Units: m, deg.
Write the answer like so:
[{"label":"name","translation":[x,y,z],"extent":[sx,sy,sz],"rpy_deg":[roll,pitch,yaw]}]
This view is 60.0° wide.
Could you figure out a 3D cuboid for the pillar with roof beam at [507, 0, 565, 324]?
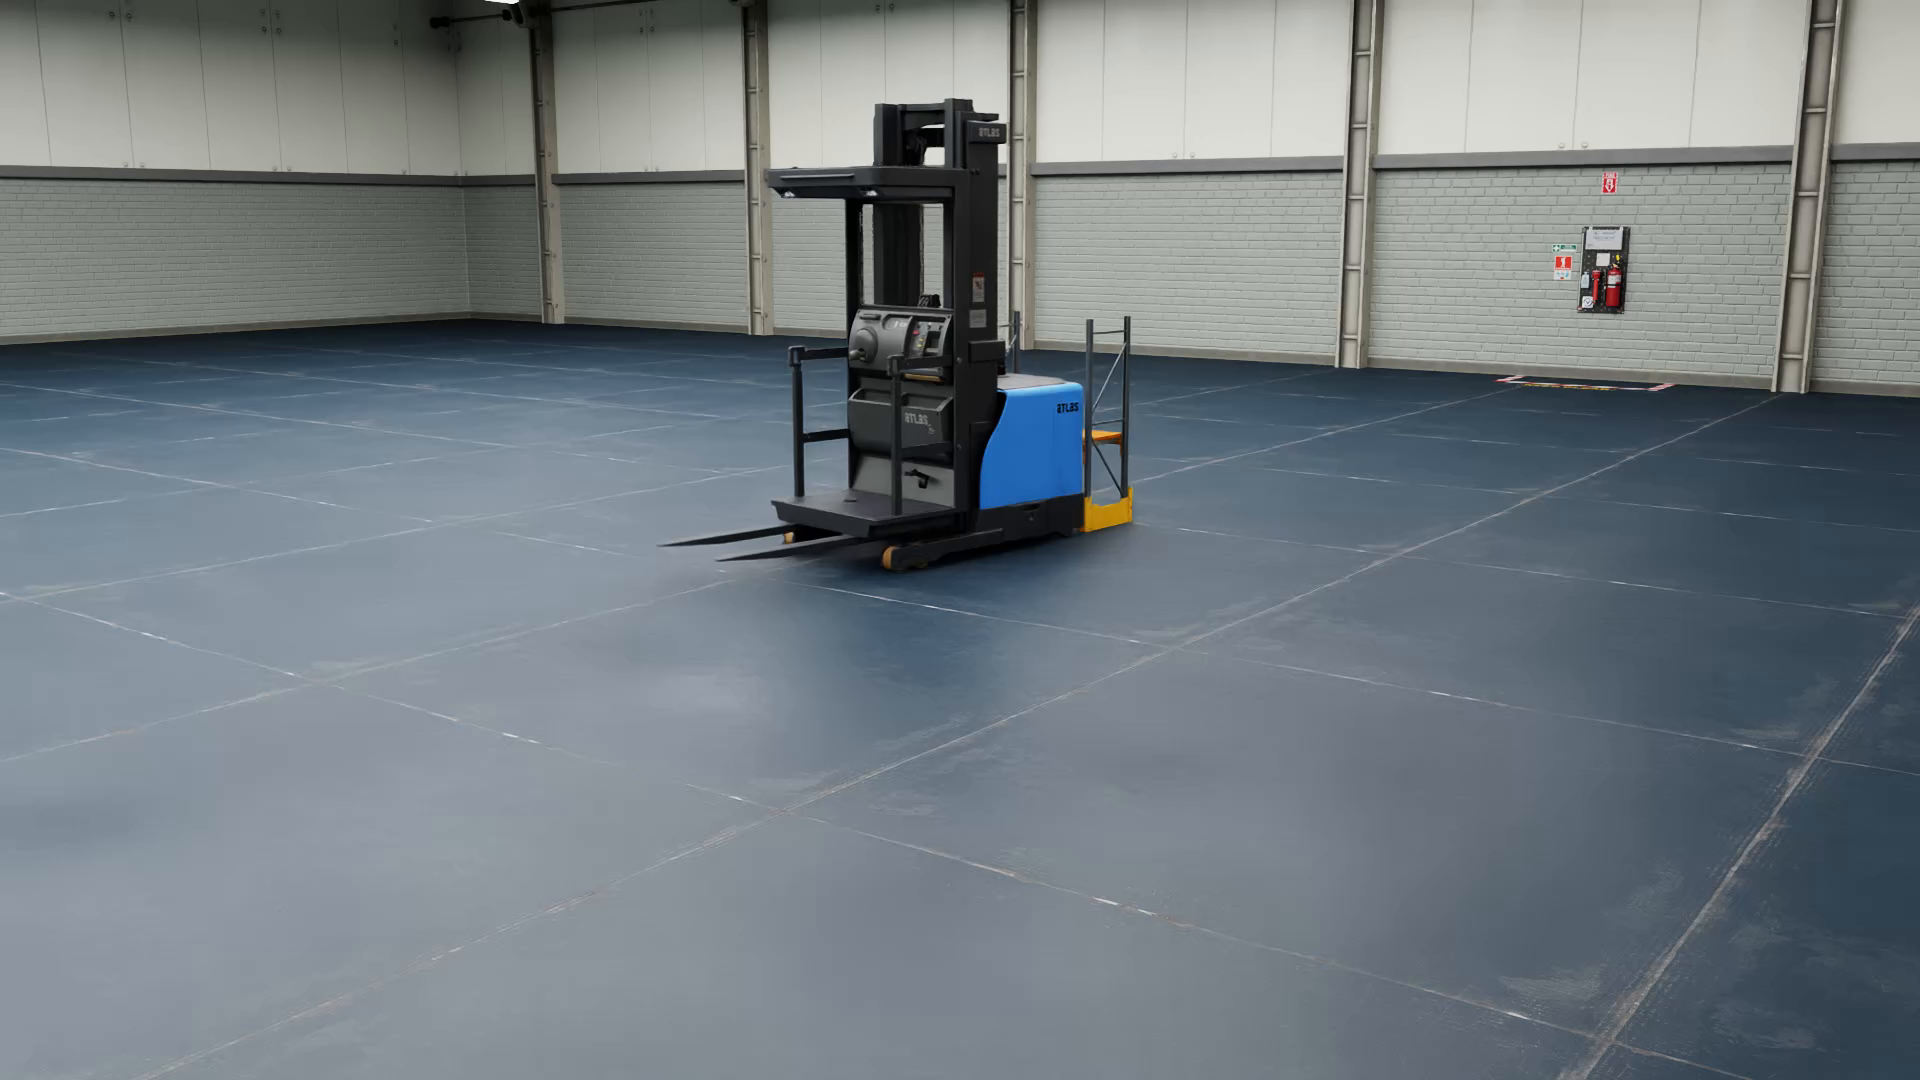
[{"label":"pillar with roof beam","translation":[-11.193,-8.373,31.118],"extent":[0.548,9.000,9.100],"rpy_deg":[8,13,36]}]

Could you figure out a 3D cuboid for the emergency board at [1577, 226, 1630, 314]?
[{"label":"emergency board","translation":[8.730,-3.672,22.614],"extent":[0.643,1.169,0.194],"rpy_deg":[8,13,36]}]

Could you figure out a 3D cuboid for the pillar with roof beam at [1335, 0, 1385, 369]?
[{"label":"pillar with roof beam","translation":[3.315,-6.349,20.658],"extent":[0.400,9.000,9.100],"rpy_deg":[8,13,36]}]

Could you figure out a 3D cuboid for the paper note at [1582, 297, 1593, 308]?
[{"label":"paper note","translation":[8.628,-3.270,22.855],"extent":[0.142,0.148,0.016],"rpy_deg":[8,13,36]}]

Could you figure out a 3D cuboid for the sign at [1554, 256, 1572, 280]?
[{"label":"sign","translation":[8.345,-3.768,23.014],"extent":[0.234,0.329,0.001],"rpy_deg":[8,13,36]}]

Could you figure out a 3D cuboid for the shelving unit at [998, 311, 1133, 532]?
[{"label":"shelving unit","translation":[0.676,-0.901,12.237],"extent":[1.083,1.500,0.587],"rpy_deg":[9,14,40]}]

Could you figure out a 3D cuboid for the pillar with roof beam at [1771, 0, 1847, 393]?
[{"label":"pillar with roof beam","translation":[8.151,-5.675,17.171],"extent":[0.400,9.000,9.100],"rpy_deg":[8,13,36]}]

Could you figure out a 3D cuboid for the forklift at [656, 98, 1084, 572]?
[{"label":"forklift","translation":[-0.545,-1.345,10.764],"extent":[3.031,2.935,1.130],"rpy_deg":[-10,15,-43]}]

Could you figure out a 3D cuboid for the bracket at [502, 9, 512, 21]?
[{"label":"bracket","translation":[-9.190,-10.792,34.144],"extent":[0.430,0.232,0.235],"rpy_deg":[8,13,36]}]

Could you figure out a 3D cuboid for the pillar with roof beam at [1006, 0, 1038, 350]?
[{"label":"pillar with roof beam","translation":[-1.521,-7.024,24.145],"extent":[0.400,9.000,9.100],"rpy_deg":[8,13,36]}]

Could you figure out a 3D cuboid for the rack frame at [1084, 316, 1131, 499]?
[{"label":"rack frame","translation":[1.055,-0.839,11.917],"extent":[0.032,1.500,0.500],"rpy_deg":[9,14,40]}]

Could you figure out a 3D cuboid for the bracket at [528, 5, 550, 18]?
[{"label":"bracket","translation":[-8.521,-10.698,33.661],"extent":[0.430,0.232,0.235],"rpy_deg":[8,13,36]}]

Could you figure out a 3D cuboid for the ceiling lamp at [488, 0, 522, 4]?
[{"label":"ceiling lamp","translation":[-8.467,-10.704,27.800],"extent":[0.800,3.185,2.000],"rpy_deg":[8,13,36]}]

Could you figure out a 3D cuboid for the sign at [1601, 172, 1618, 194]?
[{"label":"sign","translation":[8.782,-4.826,22.477],"extent":[0.199,0.298,0.001],"rpy_deg":[8,13,36]}]

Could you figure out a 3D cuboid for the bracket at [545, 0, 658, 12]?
[{"label":"bracket","translation":[-6.444,-10.409,32.164],"extent":[4.783,0.066,0.076],"rpy_deg":[8,13,36]}]

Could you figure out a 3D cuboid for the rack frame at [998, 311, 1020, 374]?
[{"label":"rack frame","translation":[0.283,-0.965,12.567],"extent":[0.032,1.500,0.500],"rpy_deg":[9,14,40]}]

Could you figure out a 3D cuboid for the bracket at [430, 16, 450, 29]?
[{"label":"bracket","translation":[-11.100,-11.058,35.521],"extent":[0.430,0.232,0.235],"rpy_deg":[8,13,36]}]

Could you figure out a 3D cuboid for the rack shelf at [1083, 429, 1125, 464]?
[{"label":"rack shelf","translation":[0.669,-0.725,12.276],"extent":[1.000,0.185,0.538],"rpy_deg":[9,14,40]}]

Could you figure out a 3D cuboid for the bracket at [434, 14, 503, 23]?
[{"label":"bracket","translation":[-10.624,-10.992,35.178],"extent":[3.189,0.066,0.076],"rpy_deg":[8,13,36]}]

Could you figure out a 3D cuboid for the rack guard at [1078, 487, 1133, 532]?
[{"label":"rack guard","translation":[1.054,-0.225,12.037],"extent":[0.087,0.250,0.587],"rpy_deg":[9,14,40]}]

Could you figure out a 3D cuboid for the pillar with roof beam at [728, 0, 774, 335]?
[{"label":"pillar with roof beam","translation":[-6.357,-7.699,27.632],"extent":[0.548,9.000,9.100],"rpy_deg":[8,13,36]}]

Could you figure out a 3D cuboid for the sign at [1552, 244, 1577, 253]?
[{"label":"sign","translation":[8.344,-4.026,22.954],"extent":[0.331,0.109,0.001],"rpy_deg":[8,13,36]}]
